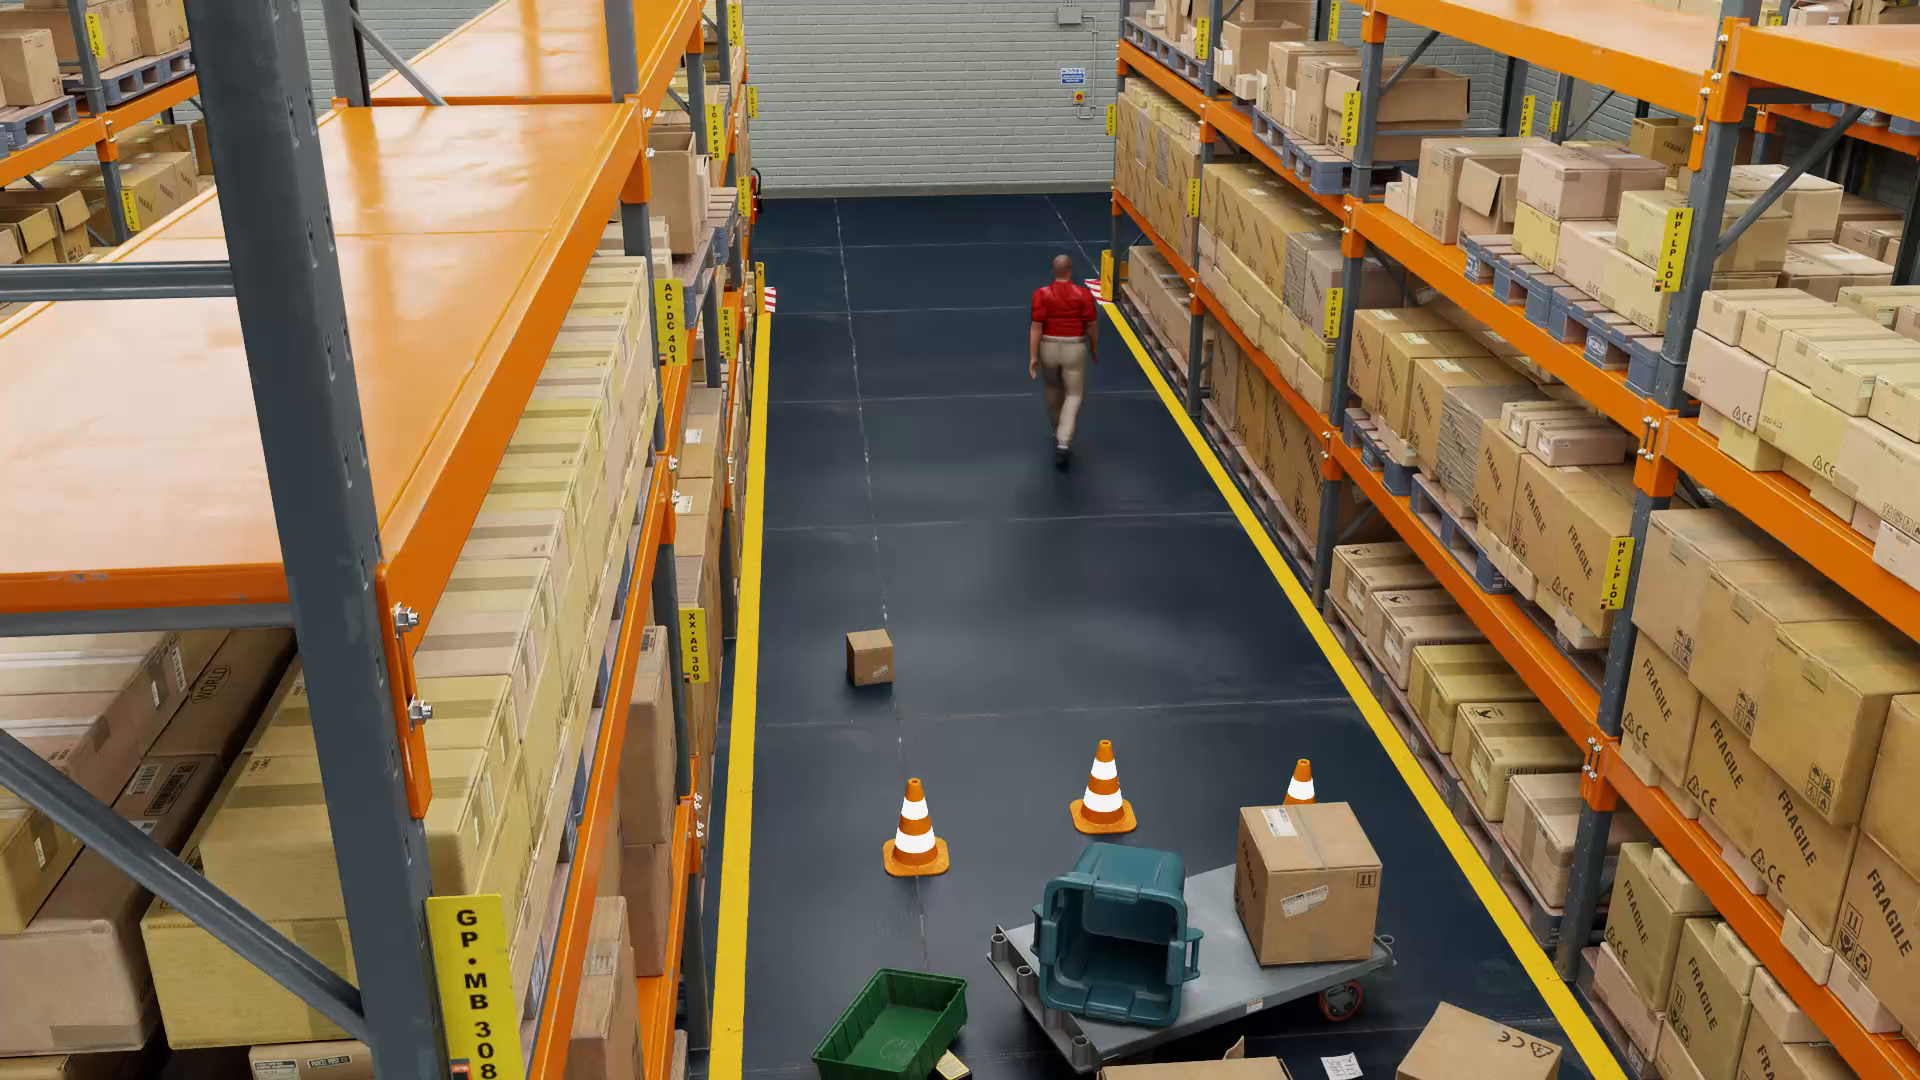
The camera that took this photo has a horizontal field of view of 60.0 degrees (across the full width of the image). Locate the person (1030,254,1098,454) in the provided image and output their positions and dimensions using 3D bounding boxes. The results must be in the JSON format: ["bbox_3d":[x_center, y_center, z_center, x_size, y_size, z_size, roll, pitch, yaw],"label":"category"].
[{"bbox_3d":[0.878,-1.574,13.953,0.541,1.677,1.012,6,24,14],"label":"person"}]
